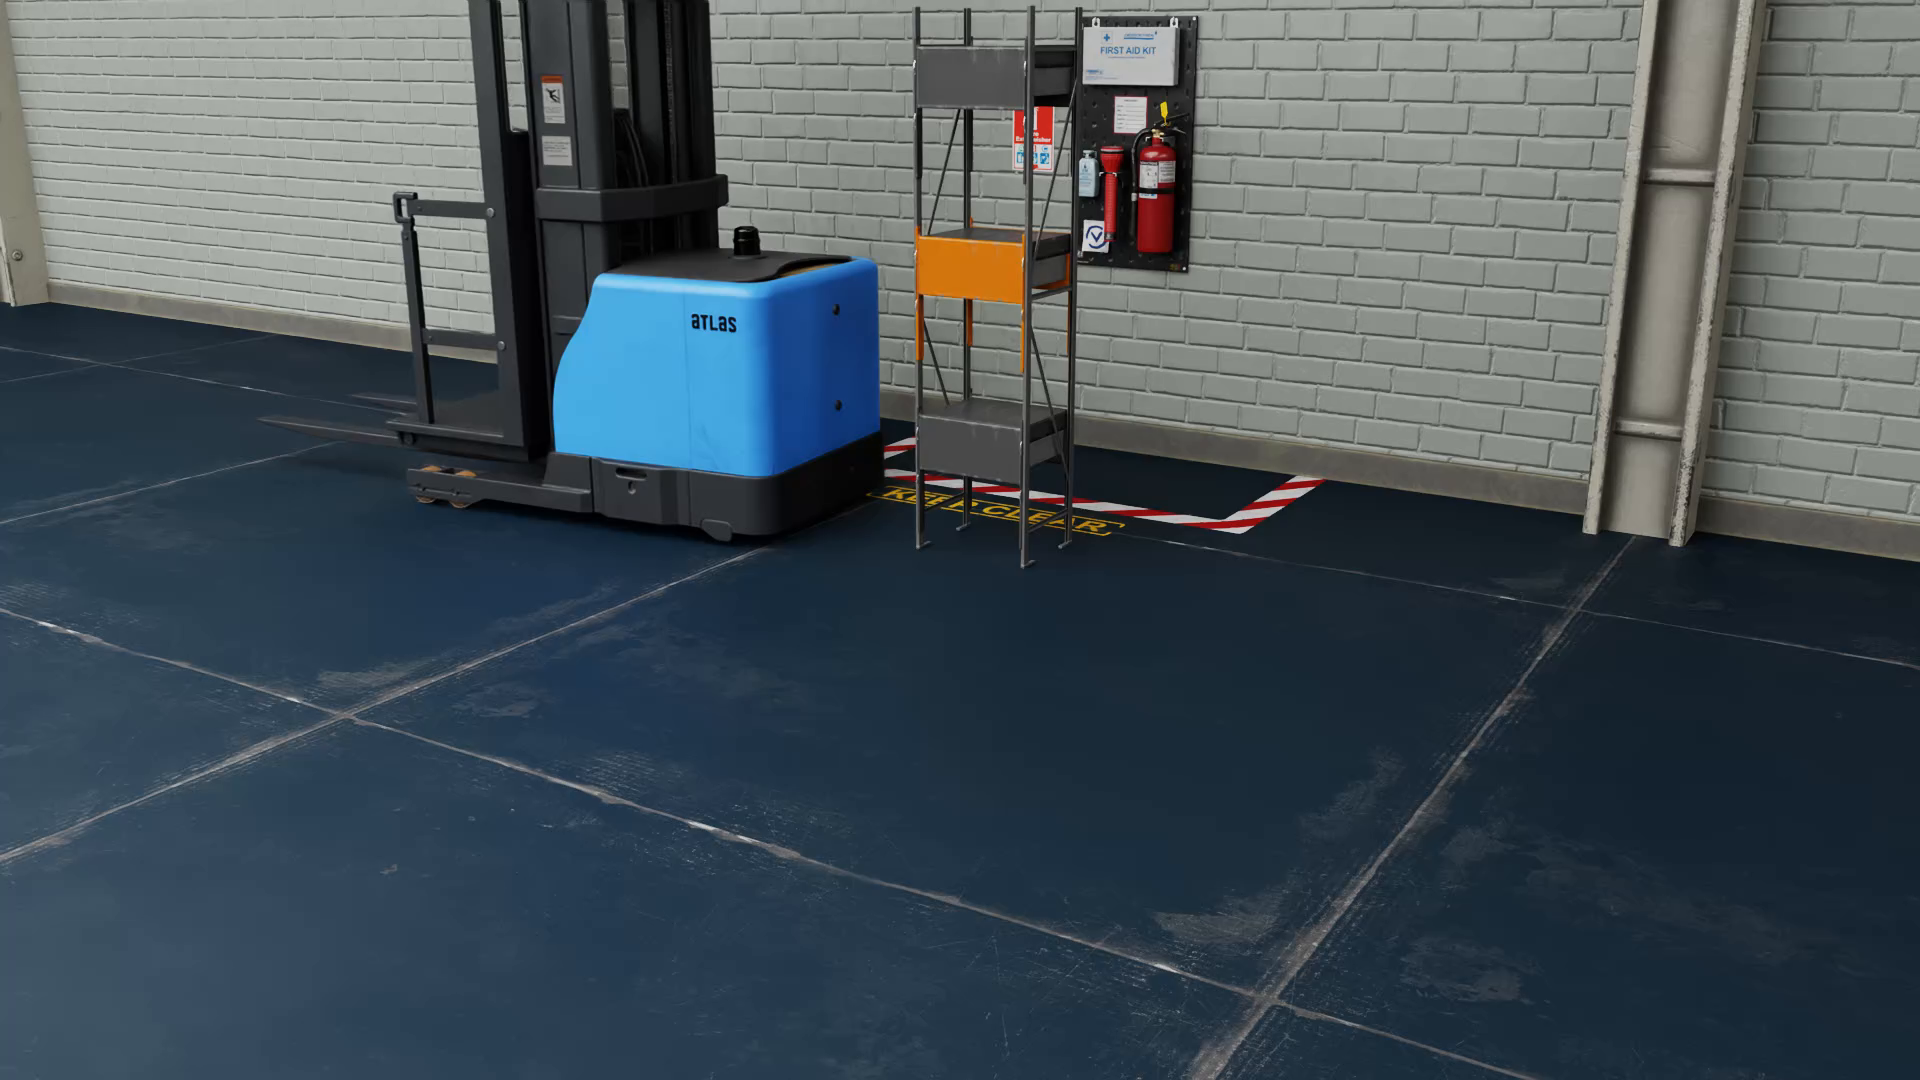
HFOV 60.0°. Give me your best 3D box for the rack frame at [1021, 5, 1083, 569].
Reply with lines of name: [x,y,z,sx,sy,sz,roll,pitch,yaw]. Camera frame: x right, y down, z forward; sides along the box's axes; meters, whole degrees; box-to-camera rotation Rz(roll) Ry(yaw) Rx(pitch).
rack frame: [0.349,-0.942,6.371,0.015,2.100,0.400,10,20,30]

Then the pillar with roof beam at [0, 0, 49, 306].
pillar with roof beam: [-9.615,-5.105,8.203,0.400,9.000,9.100,10,20,30]

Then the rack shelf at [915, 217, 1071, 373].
rack shelf: [0.141,-0.966,6.497,0.480,0.518,0.431,10,20,30]

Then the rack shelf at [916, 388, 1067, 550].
rack shelf: [0.141,-0.297,6.701,0.480,0.518,0.431,10,20,30]

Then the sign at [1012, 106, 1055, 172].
sign: [0.361,-1.987,8.200,0.234,0.329,0.001,10,20,30]

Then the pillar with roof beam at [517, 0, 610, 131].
pillar with roof beam: [-4.502,-4.192,5.198,0.400,9.000,9.100,10,20,30]

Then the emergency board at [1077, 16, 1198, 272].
emergency board: [0.778,-1.860,7.845,0.643,1.169,0.194,10,20,30]

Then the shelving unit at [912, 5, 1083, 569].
shelving unit: [0.141,-0.980,6.493,0.503,2.100,0.431,10,20,30]

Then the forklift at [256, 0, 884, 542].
forklift: [-1.897,-1.669,7.332,3.031,2.935,1.130,8,19,25]

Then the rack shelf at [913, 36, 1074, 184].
rack shelf: [0.141,-1.636,6.294,0.480,0.518,0.431,10,20,30]

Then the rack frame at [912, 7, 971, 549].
rack frame: [-0.067,-1.017,6.615,0.015,2.100,0.400,10,20,30]

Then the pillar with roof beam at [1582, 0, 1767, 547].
pillar with roof beam: [0.611,-3.279,2.194,0.400,9.000,9.100,10,20,30]

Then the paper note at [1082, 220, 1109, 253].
paper note: [0.663,-1.483,8.117,0.142,0.148,0.016,10,20,30]
